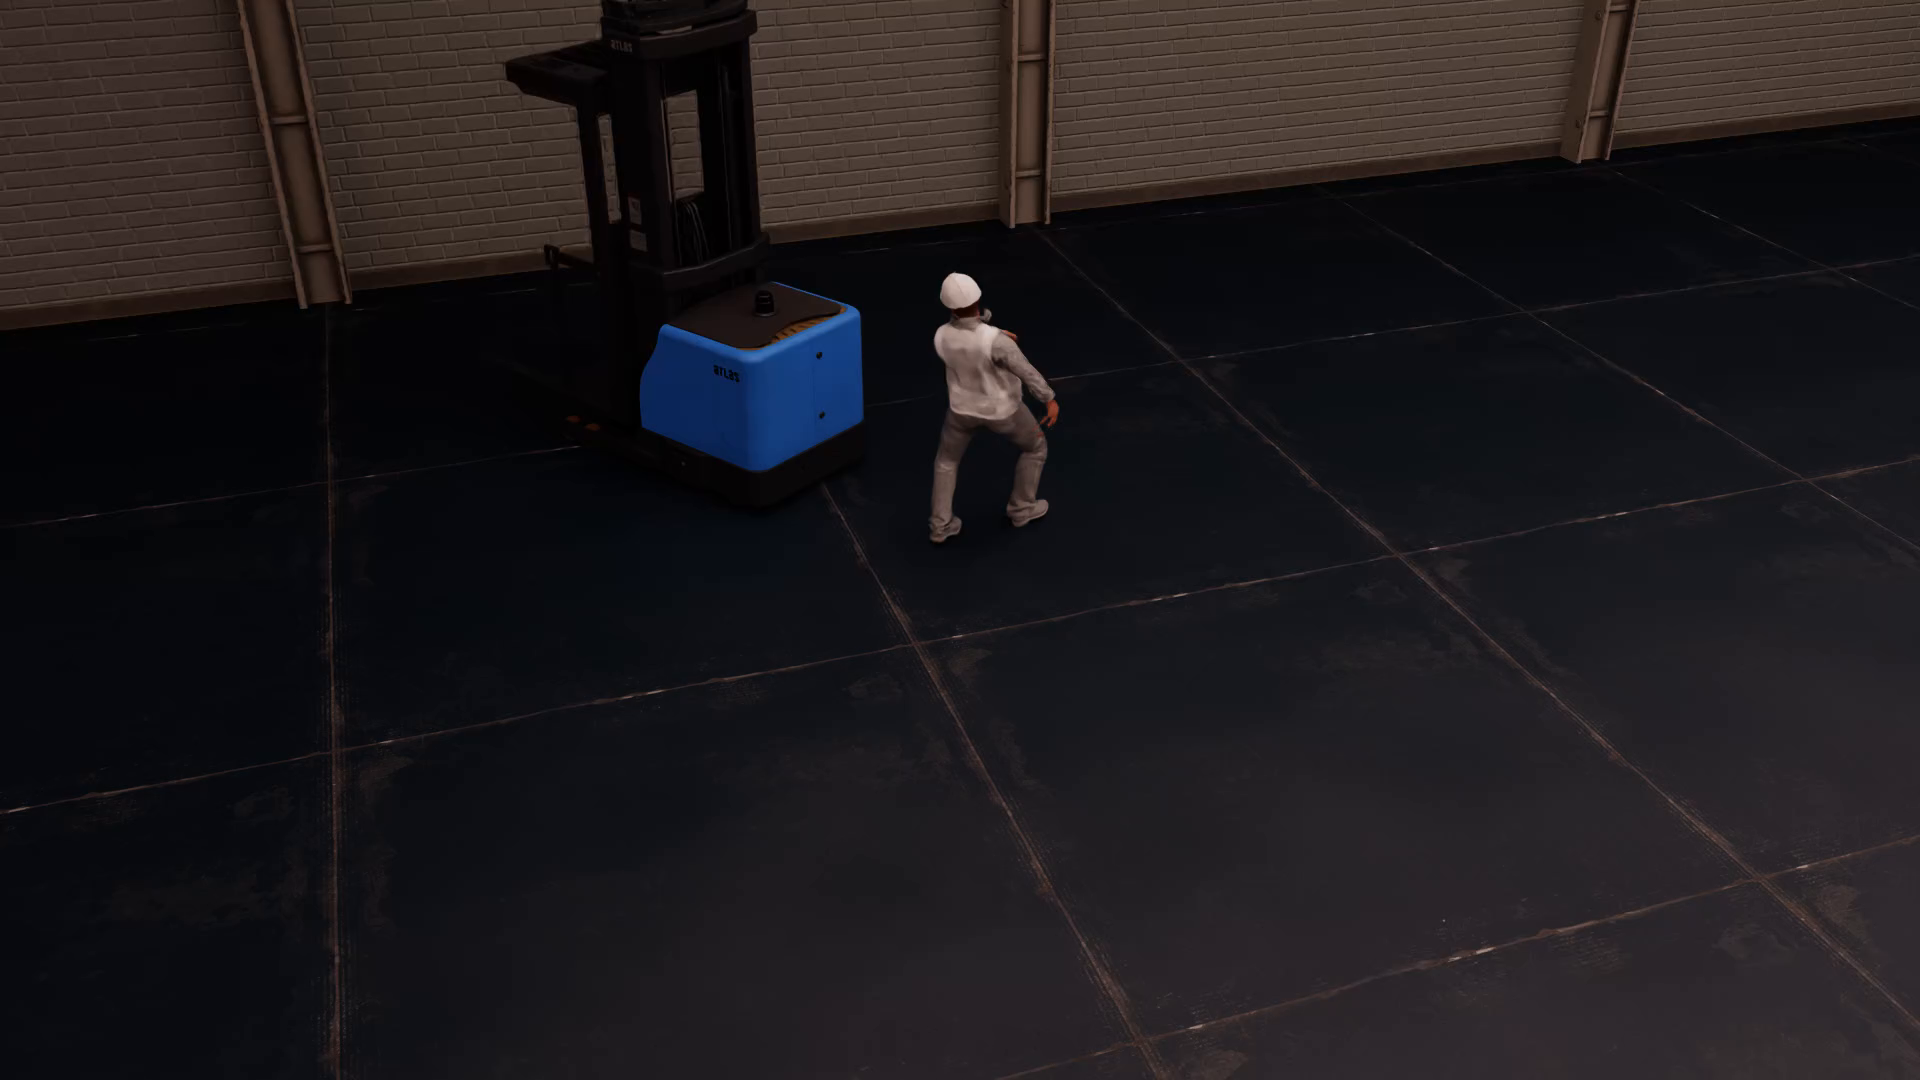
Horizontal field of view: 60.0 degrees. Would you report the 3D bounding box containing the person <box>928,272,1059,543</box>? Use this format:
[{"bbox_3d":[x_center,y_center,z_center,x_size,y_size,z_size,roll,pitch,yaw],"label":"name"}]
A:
[{"bbox_3d":[0.231,-0.827,9.810,0.746,1.652,0.836,8,31,13],"label":"person"}]

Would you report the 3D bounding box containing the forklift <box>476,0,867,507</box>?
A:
[{"bbox_3d":[-2.074,-2.064,10.675,3.031,2.935,1.130,22,36,33],"label":"forklift"}]
